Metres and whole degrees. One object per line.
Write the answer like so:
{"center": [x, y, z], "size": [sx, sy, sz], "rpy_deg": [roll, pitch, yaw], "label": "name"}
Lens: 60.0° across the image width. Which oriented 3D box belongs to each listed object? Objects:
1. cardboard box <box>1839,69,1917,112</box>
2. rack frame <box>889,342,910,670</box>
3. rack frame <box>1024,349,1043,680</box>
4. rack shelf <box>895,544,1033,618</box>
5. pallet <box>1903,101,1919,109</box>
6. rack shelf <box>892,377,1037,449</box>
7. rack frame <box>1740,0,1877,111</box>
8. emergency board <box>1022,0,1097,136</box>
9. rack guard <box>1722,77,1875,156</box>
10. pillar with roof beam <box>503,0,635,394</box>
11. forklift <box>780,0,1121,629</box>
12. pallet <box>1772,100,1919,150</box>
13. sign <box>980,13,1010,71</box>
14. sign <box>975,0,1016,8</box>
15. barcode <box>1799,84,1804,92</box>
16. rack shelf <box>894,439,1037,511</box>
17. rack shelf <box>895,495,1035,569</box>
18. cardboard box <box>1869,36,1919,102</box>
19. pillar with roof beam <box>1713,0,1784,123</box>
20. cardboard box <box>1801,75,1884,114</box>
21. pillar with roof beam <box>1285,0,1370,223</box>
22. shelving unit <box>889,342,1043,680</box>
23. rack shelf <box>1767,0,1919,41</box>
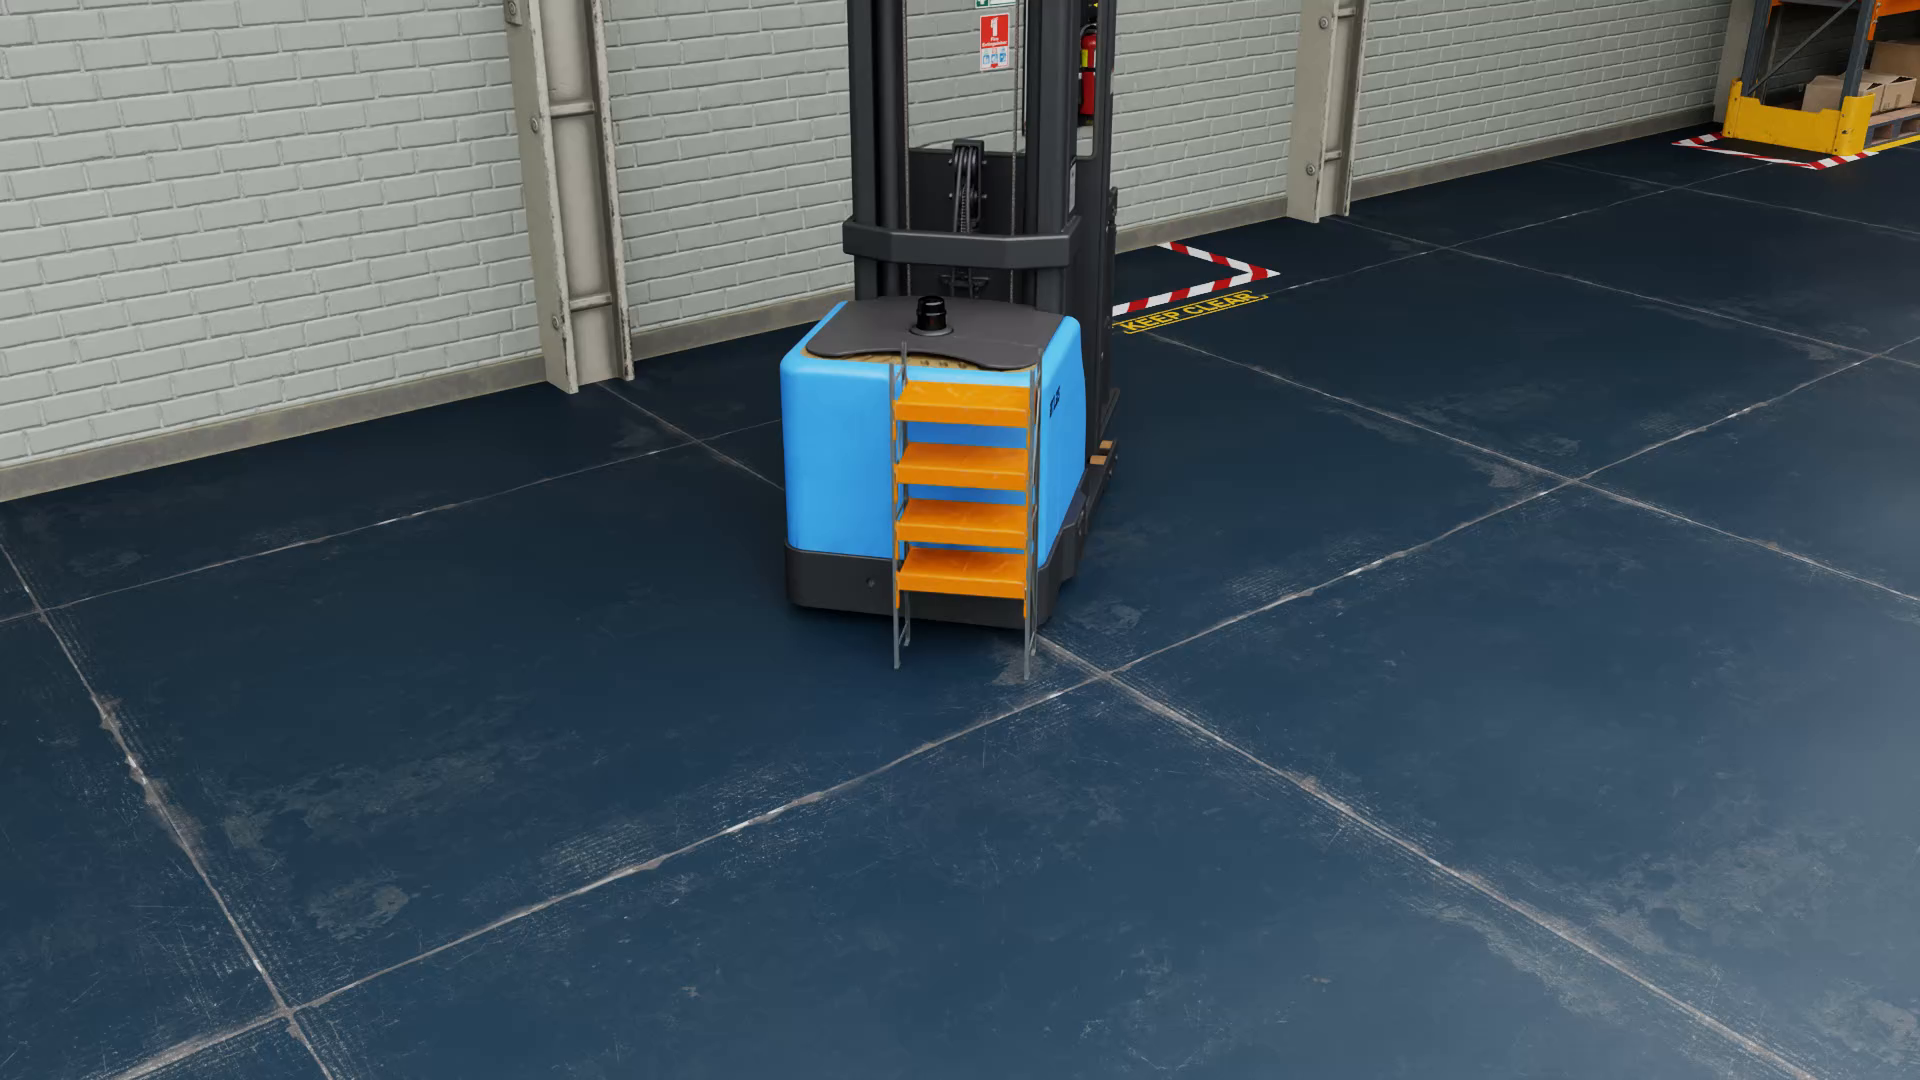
{"center": [8.435, -4.175, 15.355], "size": [0.500, 0.311, 0.500], "rpy_deg": [-15, 29, -30], "label": "cardboard box"}
{"center": [-0.218, -0.110, 6.062], "size": [0.015, 1.200, 0.240], "rpy_deg": [4, 25, 8], "label": "rack frame"}
{"center": [0.264, -0.077, 5.990], "size": [0.015, 1.200, 0.240], "rpy_deg": [4, 25, 8], "label": "rack frame"}
{"center": [0.023, 0.148, 6.137], "size": [0.480, 0.148, 0.258], "rpy_deg": [4, 25, 8], "label": "rack shelf"}
{"center": [9.067, -4.167, 15.977], "size": [1.213, 0.211, 1.003], "rpy_deg": [-18, 31, -34], "label": "pallet"}
{"center": [0.023, -0.451, 5.861], "size": [0.480, 0.148, 0.258], "rpy_deg": [4, 25, 8], "label": "rack shelf"}
{"center": [7.386, -4.897, 14.239], "size": [0.127, 3.000, 1.000], "rpy_deg": [-18, 31, -34], "label": "rack frame"}
{"center": [0.714, -3.178, 10.534], "size": [0.643, 1.169, 0.194], "rpy_deg": [-18, 31, -34], "label": "emergency board"}
{"center": [7.446, -3.783, 14.808], "size": [0.348, 0.500, 1.175], "rpy_deg": [-18, 31, -34], "label": "rack guard"}
{"center": [0.617, -3.544, 4.196], "size": [0.400, 9.000, 9.100], "rpy_deg": [-18, 31, -34], "label": "pillar with roof beam"}
{"center": [0.138, -1.585, 7.184], "size": [1.130, 2.935, 3.031], "rpy_deg": [5, 25, 12], "label": "forklift"}
{"center": [8.107, -3.851, 15.298], "size": [1.213, 0.211, 1.003], "rpy_deg": [-18, 31, -34], "label": "pallet"}
{"center": [0.215, -3.084, 10.291], "size": [0.234, 0.329, 0.001], "rpy_deg": [-18, 31, -34], "label": "sign"}
{"center": [0.224, -3.323, 10.175], "size": [0.331, 0.109, 0.001], "rpy_deg": [-18, 31, -34], "label": "sign"}
{"center": [7.754, -4.168, 15.329], "size": [0.075, 0.075, 0.001], "rpy_deg": [-18, 31, -34], "label": "barcode"}
{"center": [0.023, -0.236, 5.960], "size": [0.480, 0.148, 0.258], "rpy_deg": [4, 25, 8], "label": "rack shelf"}
{"center": [0.023, -0.033, 6.054], "size": [0.480, 0.148, 0.258], "rpy_deg": [4, 25, 8], "label": "rack shelf"}
{"center": [9.043, -4.435, 15.690], "size": [0.500, 0.500, 0.700], "rpy_deg": [-21, 32, -37], "label": "cardboard box"}
{"center": [10.060, -6.661, 10.912], "size": [0.400, 9.000, 9.100], "rpy_deg": [-18, 31, -34], "label": "pillar with roof beam"}
{"center": [7.986, -4.027, 15.035], "size": [0.500, 0.311, 0.500], "rpy_deg": [-23, 33, -40], "label": "cardboard box"}
{"center": [5.338, -5.102, 7.554], "size": [0.400, 9.000, 9.100], "rpy_deg": [-18, 31, -34], "label": "pillar with roof beam"}
{"center": [0.023, -0.094, 6.026], "size": [0.503, 1.200, 0.258], "rpy_deg": [4, 25, 8], "label": "shelving unit"}
{"center": [8.960, -5.090, 15.510], "size": [4.000, 0.370, 1.077], "rpy_deg": [-18, 31, -34], "label": "rack shelf"}
